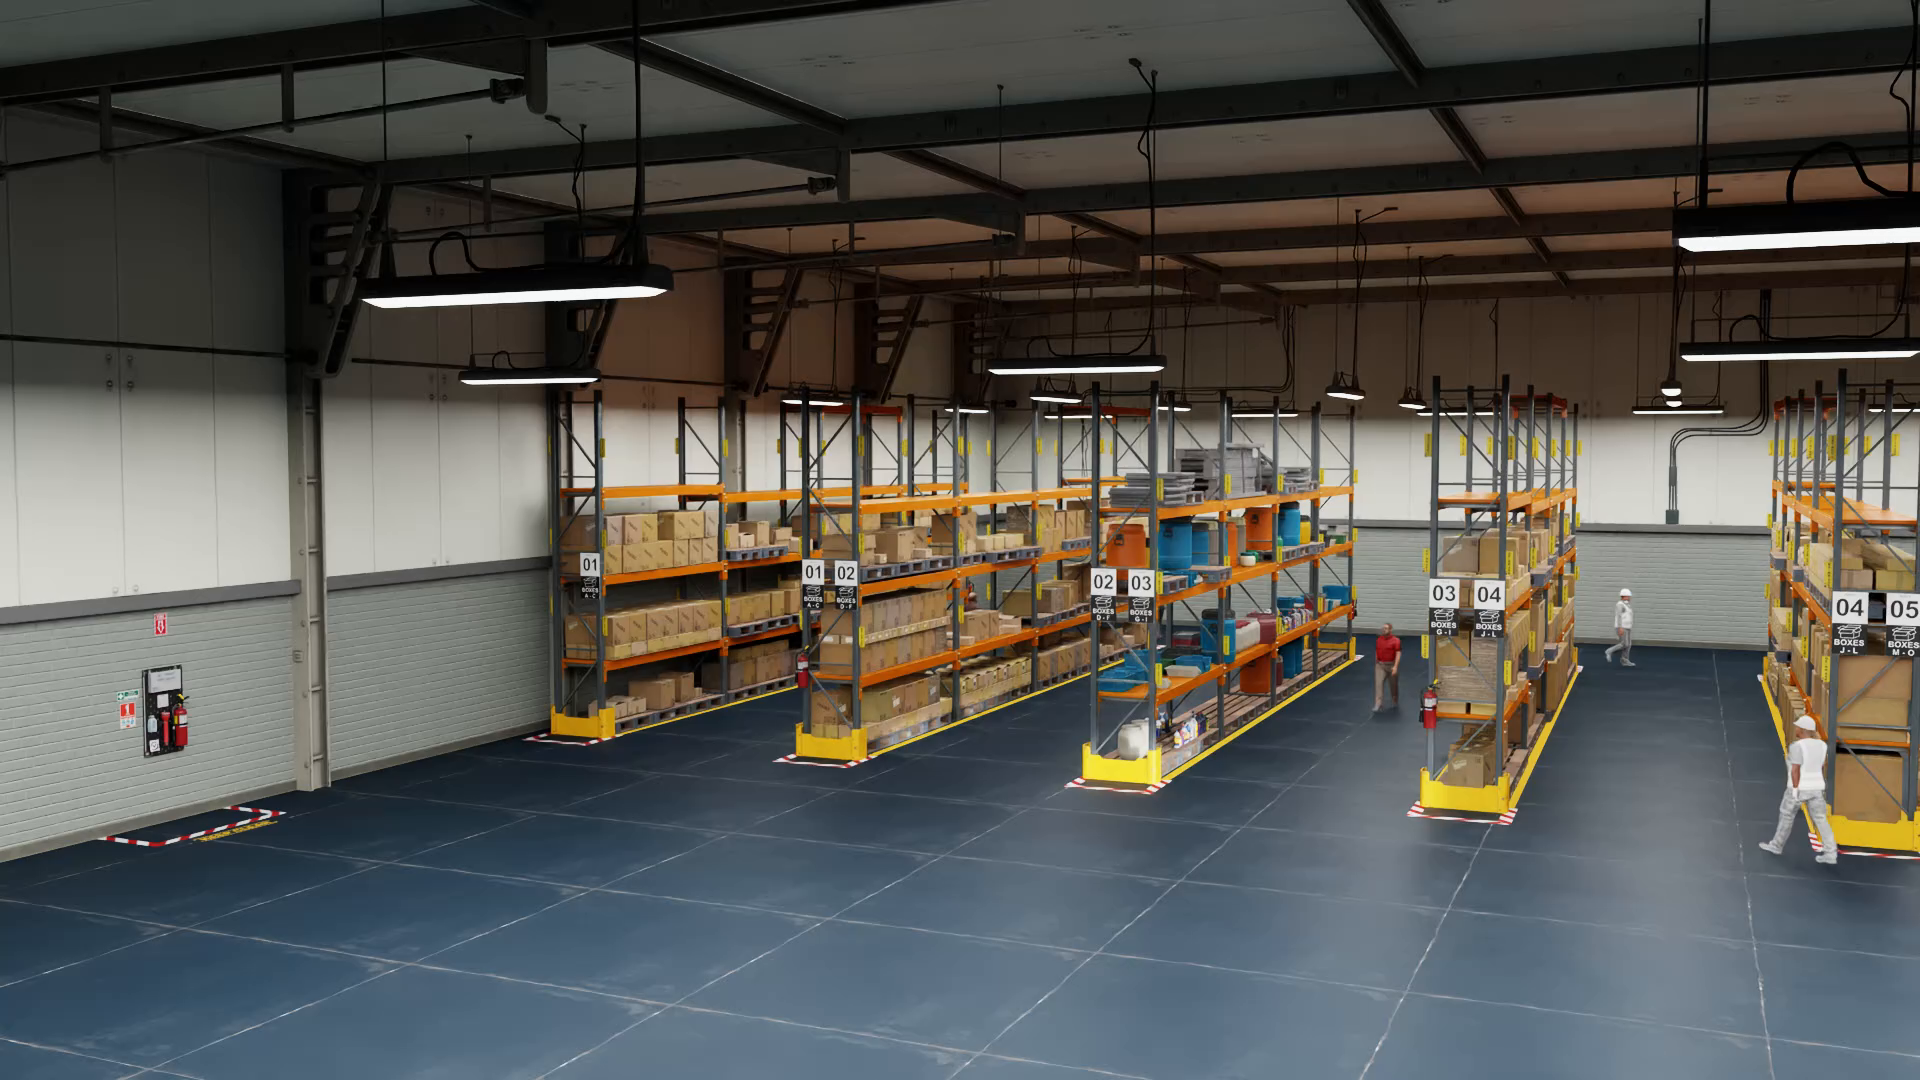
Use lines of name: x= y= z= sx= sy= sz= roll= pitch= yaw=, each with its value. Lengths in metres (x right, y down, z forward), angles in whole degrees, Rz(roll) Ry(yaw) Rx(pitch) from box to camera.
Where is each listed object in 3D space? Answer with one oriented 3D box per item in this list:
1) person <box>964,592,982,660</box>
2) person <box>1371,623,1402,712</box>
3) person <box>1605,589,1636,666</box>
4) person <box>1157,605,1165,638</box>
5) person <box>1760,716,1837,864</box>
person: x=0.272 y=2.055 z=37.352 sx=0.586 sy=1.778 sz=0.633 roll=-3 pitch=4 yaw=-40
person: x=8.108 y=2.407 z=31.541 sx=0.539 sy=1.658 sz=1.084 roll=2 pitch=4 yaw=27
person: x=15.151 y=2.003 z=38.102 sx=0.619 sy=1.766 sz=0.577 roll=3 pitch=4 yaw=40
person: x=5.249 y=1.757 z=43.940 sx=0.448 sy=1.584 sz=1.081 roll=-1 pitch=3 yaw=-10
person: x=10.218 y=2.993 z=20.141 sx=0.549 sy=1.734 sz=1.011 roll=-1 pitch=3 yaw=-11
